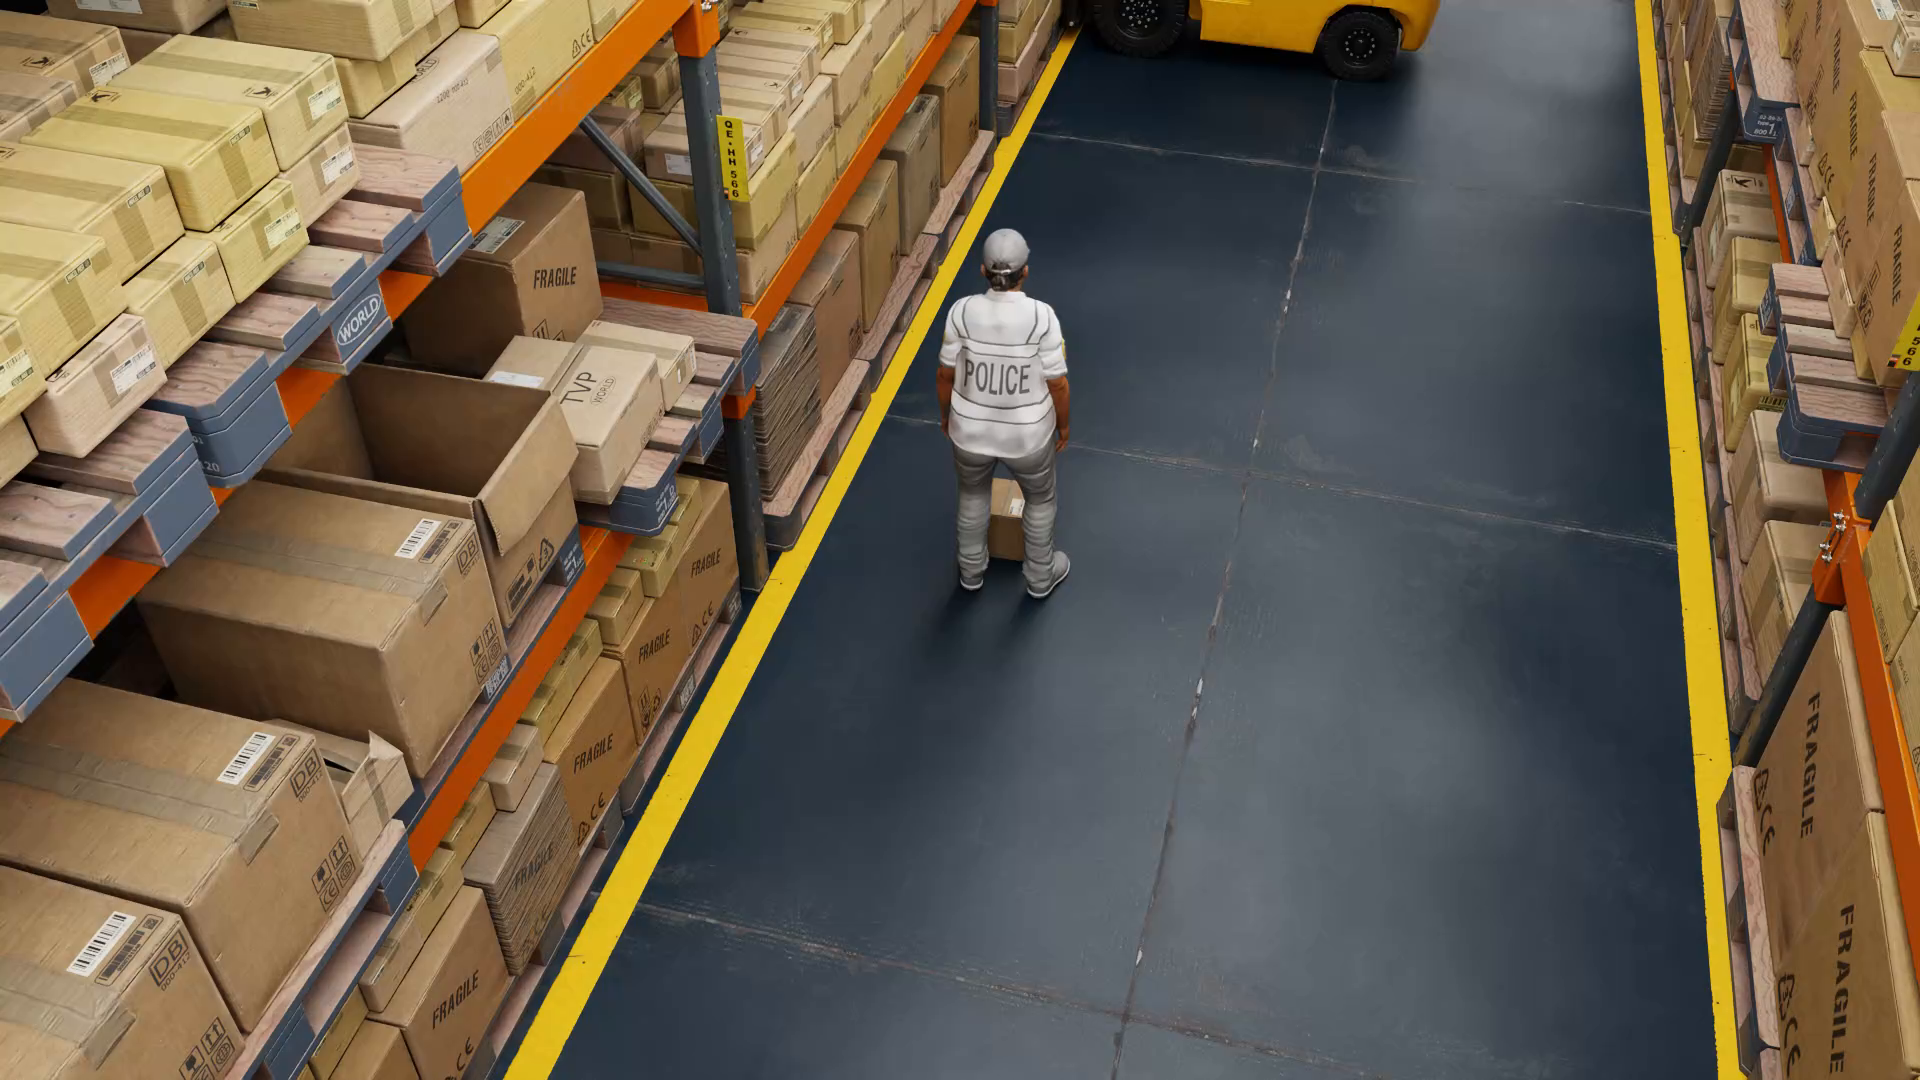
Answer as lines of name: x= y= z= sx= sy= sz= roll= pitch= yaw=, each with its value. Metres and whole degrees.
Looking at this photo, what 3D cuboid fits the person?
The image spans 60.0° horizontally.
person: x=0.191 y=-0.479 z=6.699 sx=0.554 sy=1.666 sz=0.458 roll=8 pitch=42 yaw=9
